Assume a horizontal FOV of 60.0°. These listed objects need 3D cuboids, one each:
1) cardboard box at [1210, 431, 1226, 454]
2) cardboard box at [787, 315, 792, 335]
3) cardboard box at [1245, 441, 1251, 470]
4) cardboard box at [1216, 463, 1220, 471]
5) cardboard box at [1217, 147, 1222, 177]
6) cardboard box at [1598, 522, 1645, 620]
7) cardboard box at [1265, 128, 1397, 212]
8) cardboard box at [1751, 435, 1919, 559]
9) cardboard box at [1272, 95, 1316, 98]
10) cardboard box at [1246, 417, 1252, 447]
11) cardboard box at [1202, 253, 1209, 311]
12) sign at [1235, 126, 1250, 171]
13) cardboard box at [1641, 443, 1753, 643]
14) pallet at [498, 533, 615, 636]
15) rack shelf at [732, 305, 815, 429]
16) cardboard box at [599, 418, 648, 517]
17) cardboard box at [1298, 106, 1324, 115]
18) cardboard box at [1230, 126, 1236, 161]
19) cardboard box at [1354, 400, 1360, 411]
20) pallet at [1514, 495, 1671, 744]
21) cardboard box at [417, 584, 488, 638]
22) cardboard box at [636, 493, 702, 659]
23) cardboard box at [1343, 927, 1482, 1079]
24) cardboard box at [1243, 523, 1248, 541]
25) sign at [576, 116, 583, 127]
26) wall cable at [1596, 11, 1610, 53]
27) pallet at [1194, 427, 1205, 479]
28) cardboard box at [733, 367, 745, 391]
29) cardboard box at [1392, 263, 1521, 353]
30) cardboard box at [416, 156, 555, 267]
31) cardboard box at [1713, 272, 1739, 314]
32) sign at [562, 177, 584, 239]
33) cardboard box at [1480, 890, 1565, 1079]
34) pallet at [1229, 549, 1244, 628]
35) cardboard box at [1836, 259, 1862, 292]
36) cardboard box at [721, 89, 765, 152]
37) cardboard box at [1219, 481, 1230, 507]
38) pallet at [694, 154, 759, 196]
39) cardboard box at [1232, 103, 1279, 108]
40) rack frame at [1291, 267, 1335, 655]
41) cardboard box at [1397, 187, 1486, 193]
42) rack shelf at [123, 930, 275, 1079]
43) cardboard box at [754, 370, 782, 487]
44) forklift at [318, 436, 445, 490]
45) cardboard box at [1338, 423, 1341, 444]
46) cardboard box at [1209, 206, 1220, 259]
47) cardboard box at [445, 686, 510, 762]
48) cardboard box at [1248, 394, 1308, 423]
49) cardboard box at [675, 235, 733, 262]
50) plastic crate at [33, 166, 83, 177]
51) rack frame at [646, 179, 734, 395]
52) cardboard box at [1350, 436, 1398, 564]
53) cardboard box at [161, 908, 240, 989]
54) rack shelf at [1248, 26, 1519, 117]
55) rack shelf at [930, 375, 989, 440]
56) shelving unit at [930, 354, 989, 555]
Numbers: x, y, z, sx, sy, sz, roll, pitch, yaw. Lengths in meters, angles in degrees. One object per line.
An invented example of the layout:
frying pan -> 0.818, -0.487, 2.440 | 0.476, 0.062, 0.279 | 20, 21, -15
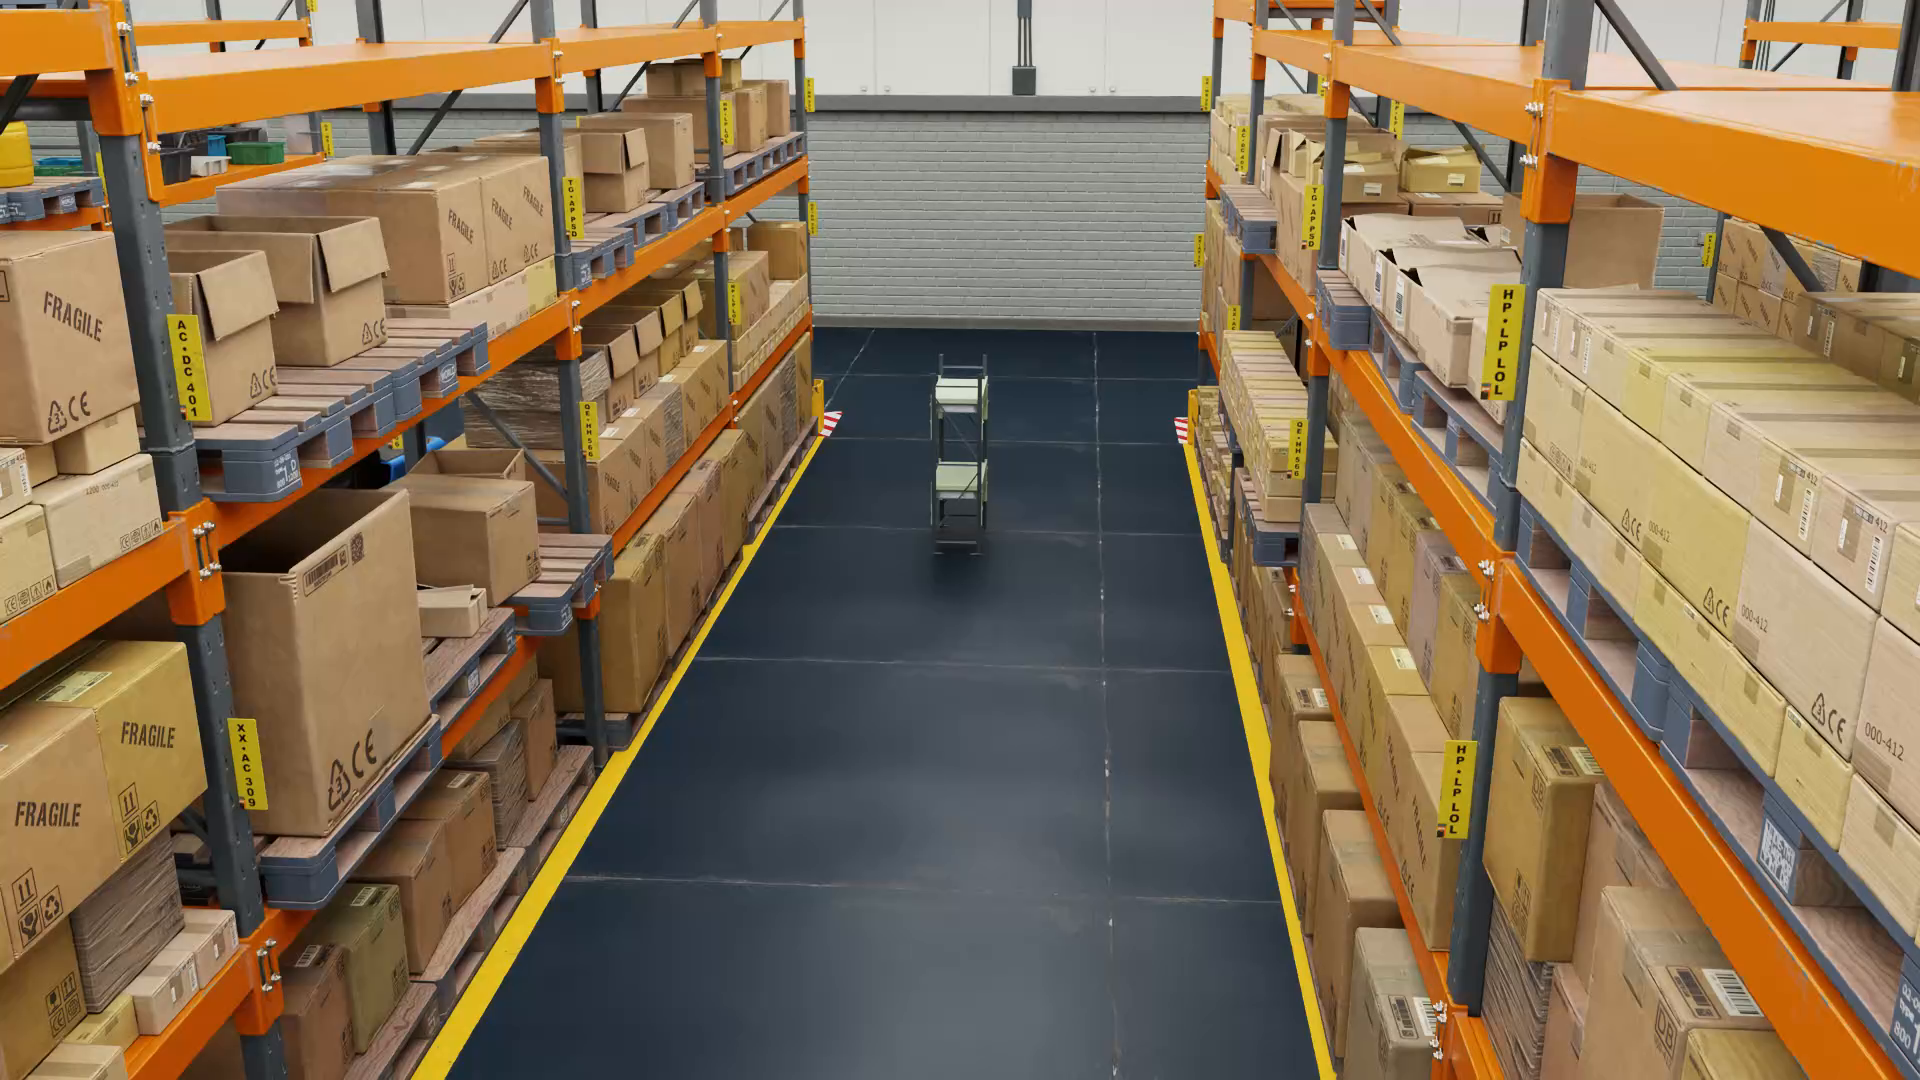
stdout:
cardboard box -> 2.414, -0.854, 14.659 | 0.380, 0.149, 0.250 | 1, 18, 2
cardboard box -> -1.794, -2.033, 15.713 | 0.380, 0.149, 0.250 | 1, 18, 3
cardboard box -> 1.995, -0.522, 10.429 | 0.380, 0.149, 0.250 | 0, 18, 1
cardboard box -> 2.476, -0.578, 14.774 | 0.380, 0.149, 0.250 | 2, 18, 5
cardboard box -> 2.562, -3.342, 14.729 | 0.500, 0.250, 0.500 | 1, 18, 2
cardboard box -> 1.635, 0.070, 3.644 | 0.380, 0.149, 0.250 | 1, 18, 3
cardboard box -> 2.386, -2.400, 10.774 | 0.797, 0.503, 0.637 | 1, 18, 3
cardboard box -> 1.581, -0.072, 2.798 | 0.380, 0.149, 0.250 | 1, 18, 4
cardboard box -> 3.090, -4.042, 15.421 | 0.380, 0.149, 0.250 | 2, 18, 5
cardboard box -> 1.995, -0.666, 10.388 | 0.380, 0.149, 0.250 | 1, 18, 4
cardboard box -> 2.607, -2.501, 16.100 | 0.500, 0.500, 0.500 | 2, 18, 7
sign -> 2.086, -2.884, 12.259 | 0.100, 0.325, 0.005 | 1, 18, 4
cardboard box -> 1.670, -0.002, 3.223 | 0.500, 0.250, 0.500 | 1, 18, 3
pallet -> -2.543, 0.212, 8.767 | 1.213, 0.211, 1.003 | 1, 18, 4
rack shelf -> -2.168, -1.624, 15.219 | 1.077, 0.370, 4.000 | 1, 18, 4
cardboard box -> -2.258, -0.455, 10.335 | 0.500, 0.500, 0.500 | 1, 18, 2
cardboard box -> 3.038, -3.558, 13.944 | 0.380, 0.149, 0.250 | 1, 18, 2
cardboard box -> 2.489, -3.267, 13.697 | 0.500, 0.250, 0.500 | 2, 18, 6
cardboard box -> 2.643, -0.789, 10.287 | 0.380, 0.149, 0.250 | 2, 18, 6
pallet -> 1.986, 0.152, 3.966 | 1.003, 0.211, 1.213 | 1, 18, 4
cardboard box -> -2.449, 0.285, 7.776 | 0.396, 0.266, 0.258 | 1, 18, 2
cardboard box -> -2.457, 0.217, 11.182 | 1.225, 0.875, 0.875 | 1, 18, 4
cardboard box -> 2.009, 1.956, 6.074 | 1.050, 0.750, 0.750 | 1, 18, 4
cardboard box -> 2.276, -0.182, 11.797 | 0.500, 0.250, 0.500 | 2, 18, 5
sign -> -2.865, -3.066, 12.687 | 0.100, 0.325, 0.005 | 1, 18, 4
wall cable -> 7.986, -6.990, 20.804 | 0.463, 3.000, 0.029 | 1, 18, 4
pallet -> 2.816, -0.845, 16.163 | 1.003, 0.211, 1.213 | 1, 18, 4
cardboard box -> -1.959, -1.310, 13.508 | 0.380, 0.149, 0.250 | 1, 18, 4
cardboard box -> 1.961, -0.898, 6.337 | 0.500, 0.311, 0.500 | 1, 18, 2
cardboard box -> -2.383, -1.660, 8.390 | 0.500, 0.500, 0.500 | 2, 18, 5
cardboard box -> 7.539, -2.271, 15.876 | 0.500, 0.500, 0.500 | 1, 18, 3
sign -> -2.057, -1.761, 8.833 | 0.100, 0.325, 0.005 | 1, 18, 4
cardboard box -> 2.040, 1.325, 4.821 | 0.875, 0.550, 0.550 | 1, 18, 4
pallet -> 2.574, 0.364, 12.473 | 1.003, 0.211, 1.213 | 1, 18, 4
cardboard box -> 7.376, -1.957, 13.311 | 0.500, 0.500, 0.500 | 1, 18, 3
cardboard box -> -2.094, -3.636, 14.388 | 0.700, 0.500, 0.500 | 2, 18, 6
cardboard box -> 2.341, -0.378, 13.687 | 0.380, 0.149, 0.250 | 0, 18, 1
pallet -> -2.243, -2.982, 13.532 | 1.003, 0.211, 1.213 | 1, 18, 4
cardboard box -> 2.524, -3.649, 14.223 | 0.380, 0.149, 0.250 | 2, 18, 6
rack frame -> 2.341, 0.039, 8.986 | 1.000, 3.000, 0.127 | 1, 18, 4
cardboard box -> 2.676, -1.761, 9.501 | 0.500, 0.500, 0.500 | 1, 18, 4
rack shelf -> -3.029, 2.103, 3.845 | 1.077, 0.370, 4.000 | 1, 18, 4
cardboard box -> -2.120, -1.018, 14.950 | 0.875, 0.875, 0.875 | 1, 18, 4
forklift -> -4.831, -0.766, 11.555 | 1.130, 2.935, 3.031 | 4, 19, 13
cardboard box -> 2.688, -0.668, 10.873 | 0.380, 0.149, 0.250 | 1, 18, 2
cardboard box -> 2.588, -2.819, 15.465 | 0.500, 0.500, 0.500 | 2, 18, 6
cardboard box -> -2.645, 0.893, 8.483 | 0.500, 0.250, 0.500 | 3, 18, 10
cardboard box -> 1.997, -0.803, 10.330 | 0.380, 0.149, 0.250 | 1, 18, 4
cardboard box -> -2.396, -2.555, 15.461 | 0.500, 0.500, 0.500 | 1, 18, 2
plastic crate -> -7.523, -2.919, 13.536 | 0.450, 0.188, 0.662 | 1, 18, 4
rack frame -> -2.312, -1.345, 13.211 | 1.000, 3.000, 0.127 | 1, 18, 4
cardboard box -> 2.264, -0.187, 7.910 | 0.700, 0.500, 0.500 | 1, 18, 3
cardboard box -> -2.608, 1.332, 5.444 | 0.380, 0.149, 0.250 | 1, 18, 4
rack shelf -> 2.485, -2.901, 10.122 | 1.077, 0.370, 4.000 | 1, 18, 4
rack shelf -> 0.000, -1.081, 13.562 | 0.431, 0.370, 0.720 | 1, 18, 4
shelving unit -> 0.000, -0.711, 13.683 | 0.431, 1.500, 0.755 | 1, 18, 4
